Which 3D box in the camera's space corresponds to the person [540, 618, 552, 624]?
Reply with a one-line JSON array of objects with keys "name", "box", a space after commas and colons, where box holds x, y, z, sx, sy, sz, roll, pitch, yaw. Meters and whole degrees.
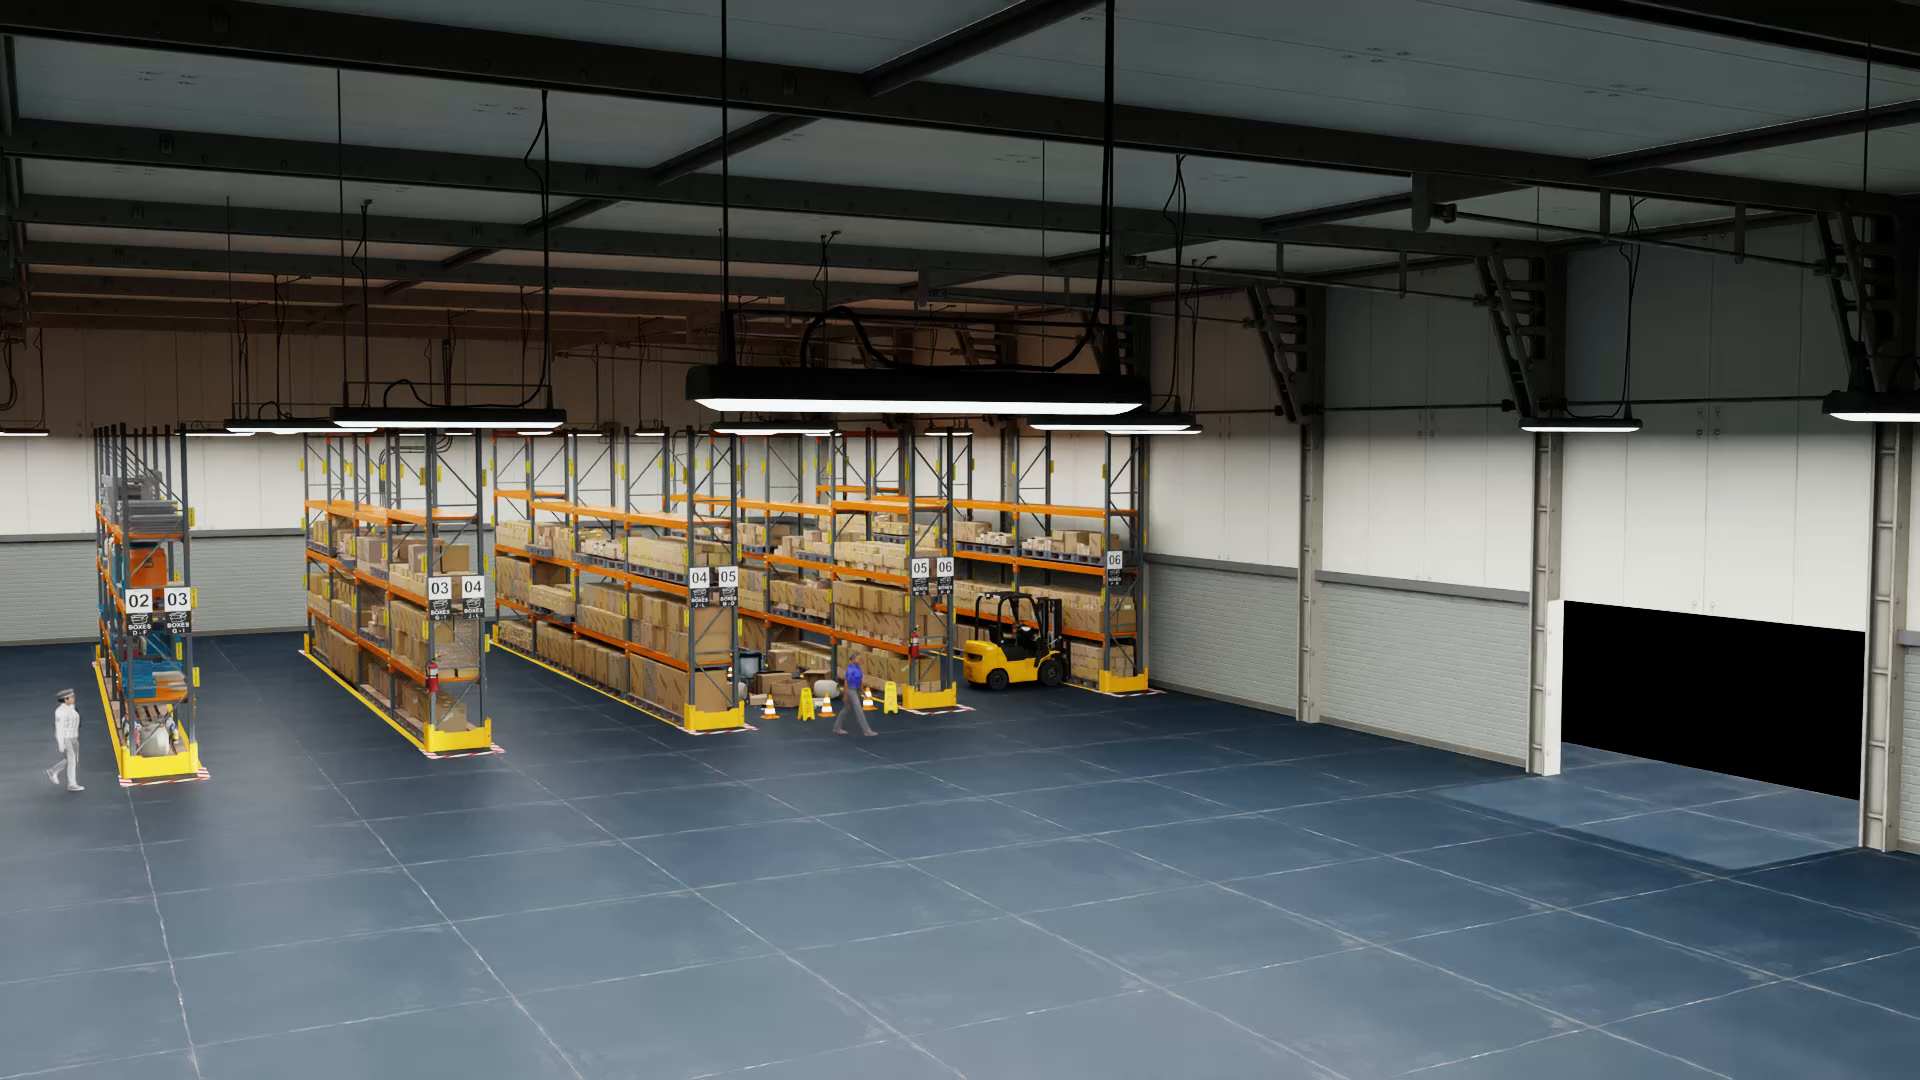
[{"name": "person", "box": [-12.160, 1.955, 49.008, 0.418, 1.591, 0.584, 2, 4, 35]}]

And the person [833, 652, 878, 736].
[{"name": "person", "box": [-2.006, 2.964, 32.003, 0.985, 1.588, 0.491, 1, 4, 13]}]

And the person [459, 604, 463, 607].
[{"name": "person", "box": [-14.538, 1.931, 48.916, 0.456, 1.603, 1.038, -1, 4, -9]}]

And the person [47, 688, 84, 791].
[{"name": "person", "box": [-14.593, 3.235, 27.066, 0.724, 1.658, 0.491, 1, 3, 9]}]
